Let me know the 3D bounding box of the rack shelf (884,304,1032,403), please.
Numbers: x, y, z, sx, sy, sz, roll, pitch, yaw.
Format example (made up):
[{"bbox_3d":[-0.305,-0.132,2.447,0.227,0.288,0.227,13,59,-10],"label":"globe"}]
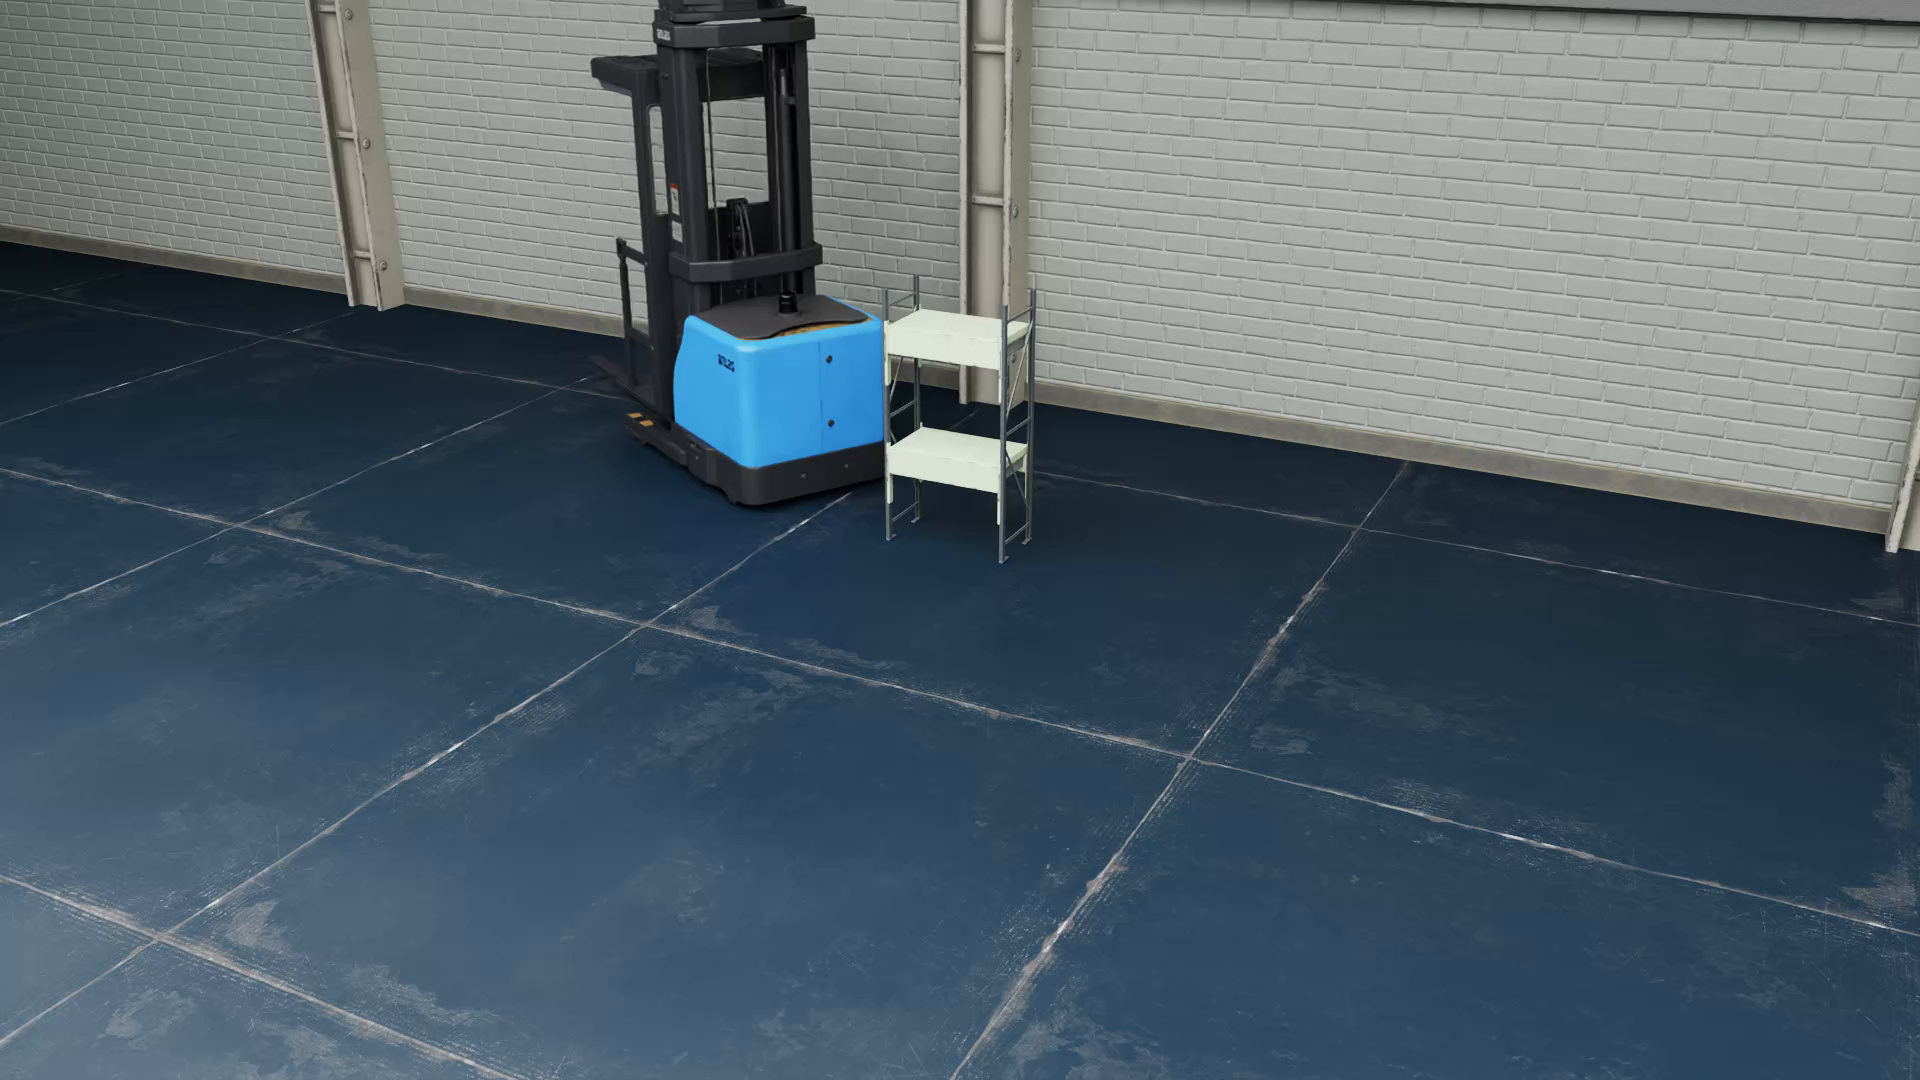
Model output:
[{"bbox_3d":[-0.006,-1.050,9.306,0.720,0.370,0.431,11,25,25],"label":"rack shelf"}]

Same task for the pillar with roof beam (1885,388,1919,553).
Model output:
[{"bbox_3d":[3.649,-2.593,4.348,0.400,9.000,9.100,11,25,25],"label":"pillar with roof beam"}]

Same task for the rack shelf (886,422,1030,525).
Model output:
[{"bbox_3d":[-0.006,-0.391,9.587,0.720,0.370,0.431,11,25,25],"label":"rack shelf"}]

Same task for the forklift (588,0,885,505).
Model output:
[{"bbox_3d":[-1.662,-2.084,10.905,1.130,2.935,3.031,-14,27,-30],"label":"forklift"}]

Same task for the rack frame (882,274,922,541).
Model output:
[{"bbox_3d":[-0.333,-0.756,9.611,0.023,1.500,0.400,11,25,25],"label":"rack frame"}]

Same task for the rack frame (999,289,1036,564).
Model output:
[{"bbox_3d":[0.321,-0.627,9.307,0.023,1.500,0.400,11,25,25],"label":"rack frame"}]

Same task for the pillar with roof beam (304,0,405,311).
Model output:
[{"bbox_3d":[-7.060,-4.712,9.331,0.400,9.000,9.100,11,25,25],"label":"pillar with roof beam"}]

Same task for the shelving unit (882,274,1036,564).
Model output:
[{"bbox_3d":[-0.006,-0.691,9.459,0.755,1.500,0.431,11,25,25],"label":"shelving unit"}]

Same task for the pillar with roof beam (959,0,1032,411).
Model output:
[{"bbox_3d":[-1.705,-3.652,6.839,0.400,9.000,9.100,11,25,25],"label":"pillar with roof beam"}]
